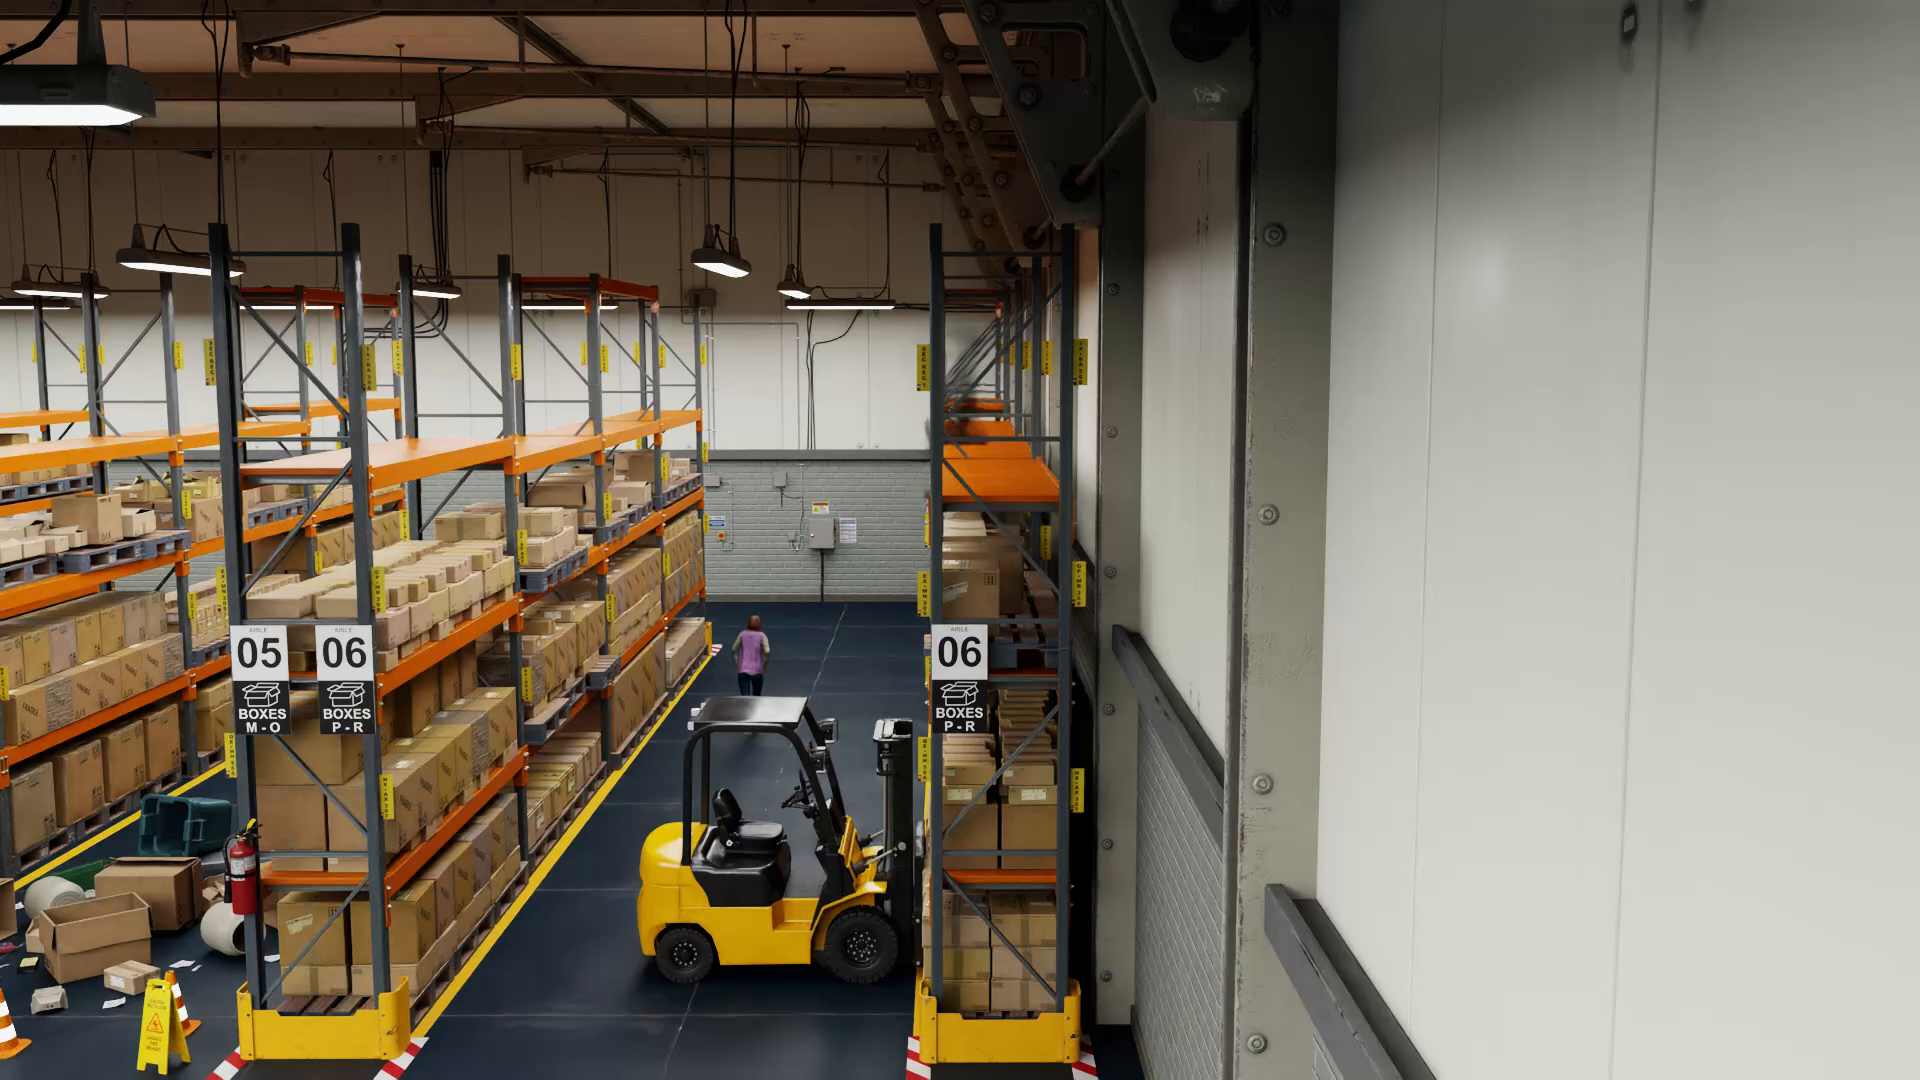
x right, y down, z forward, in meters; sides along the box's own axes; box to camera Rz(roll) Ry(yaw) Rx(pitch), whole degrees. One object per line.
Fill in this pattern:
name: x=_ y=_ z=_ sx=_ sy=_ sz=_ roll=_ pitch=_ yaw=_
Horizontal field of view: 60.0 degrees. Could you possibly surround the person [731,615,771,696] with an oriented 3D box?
person: x=-2.805 y=1.765 z=22.264 sx=0.542 sy=1.475 sz=0.706 roll=0 pitch=7 yaw=1
